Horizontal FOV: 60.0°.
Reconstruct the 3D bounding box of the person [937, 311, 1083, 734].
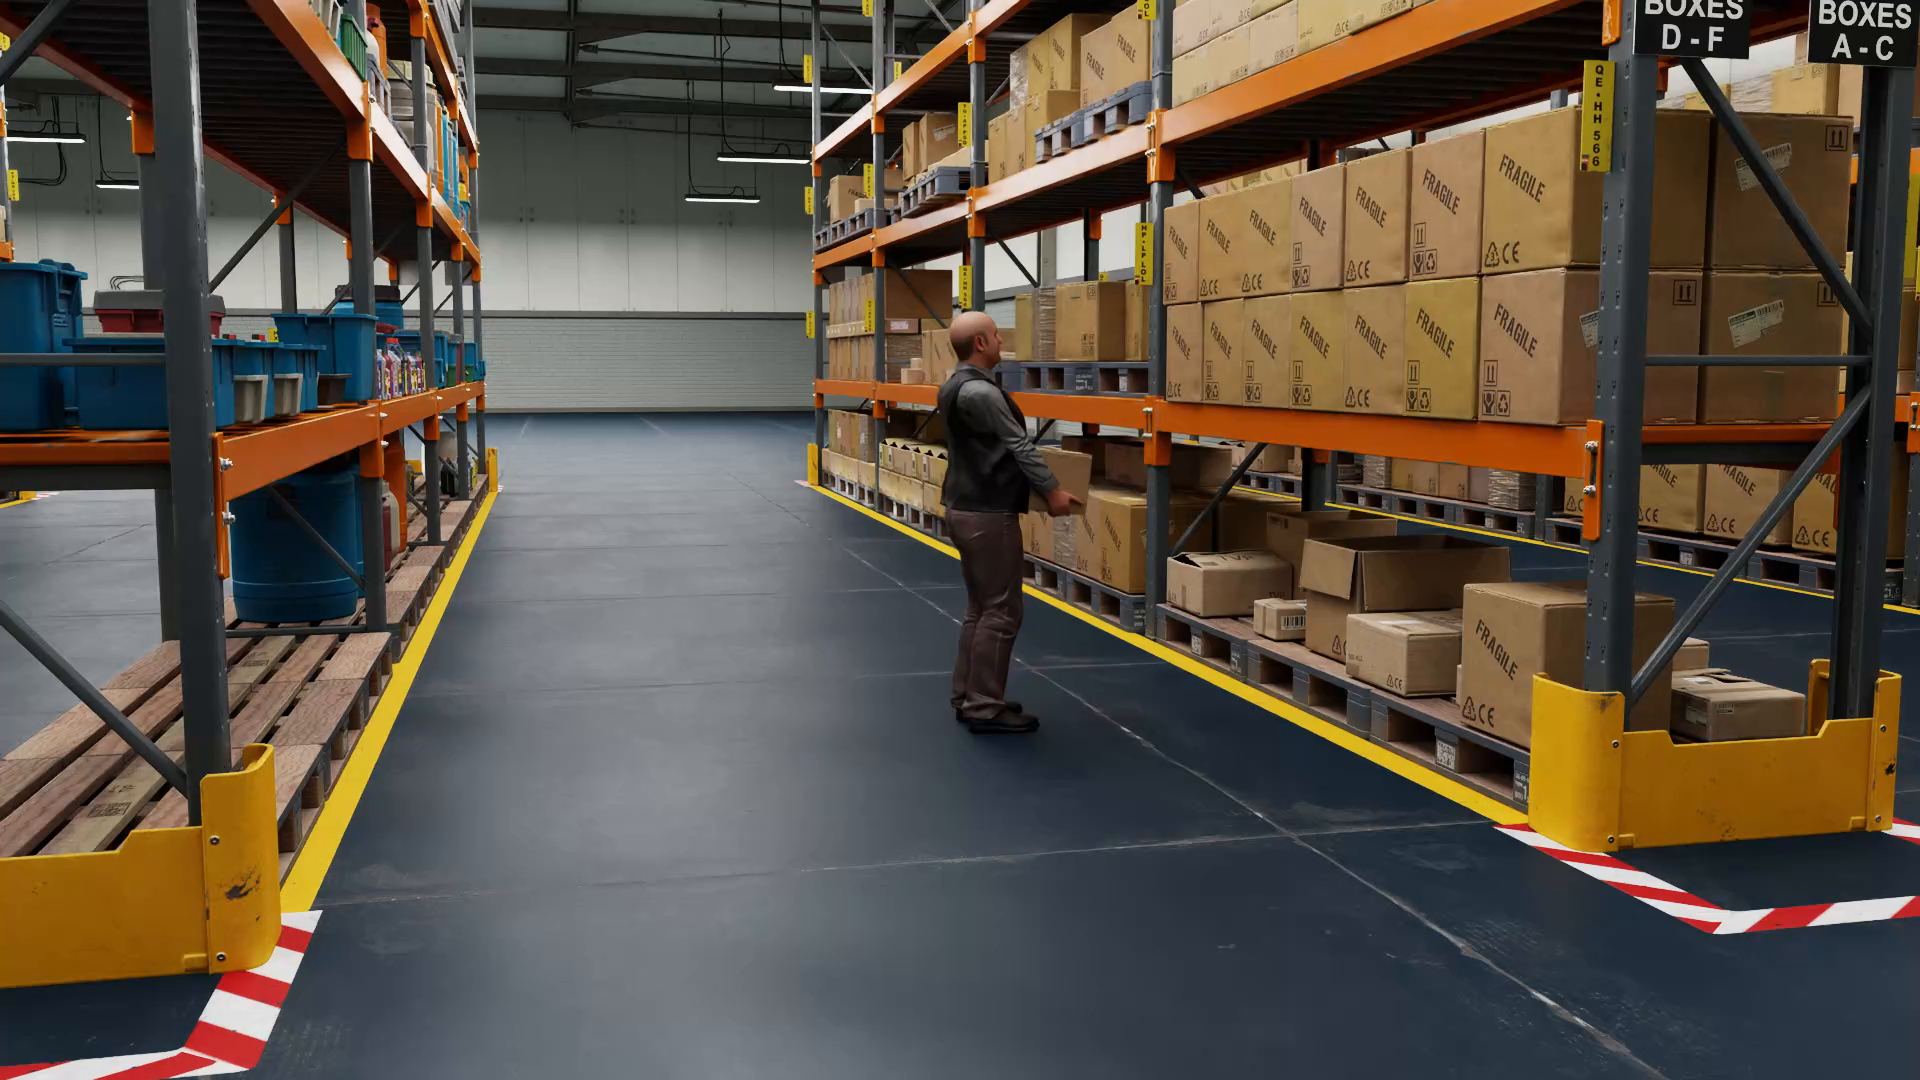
[{"bbox_3d":[0.200,-0.085,6.897,0.557,1.712,0.494,-1,6,-13],"label":"person"}]
